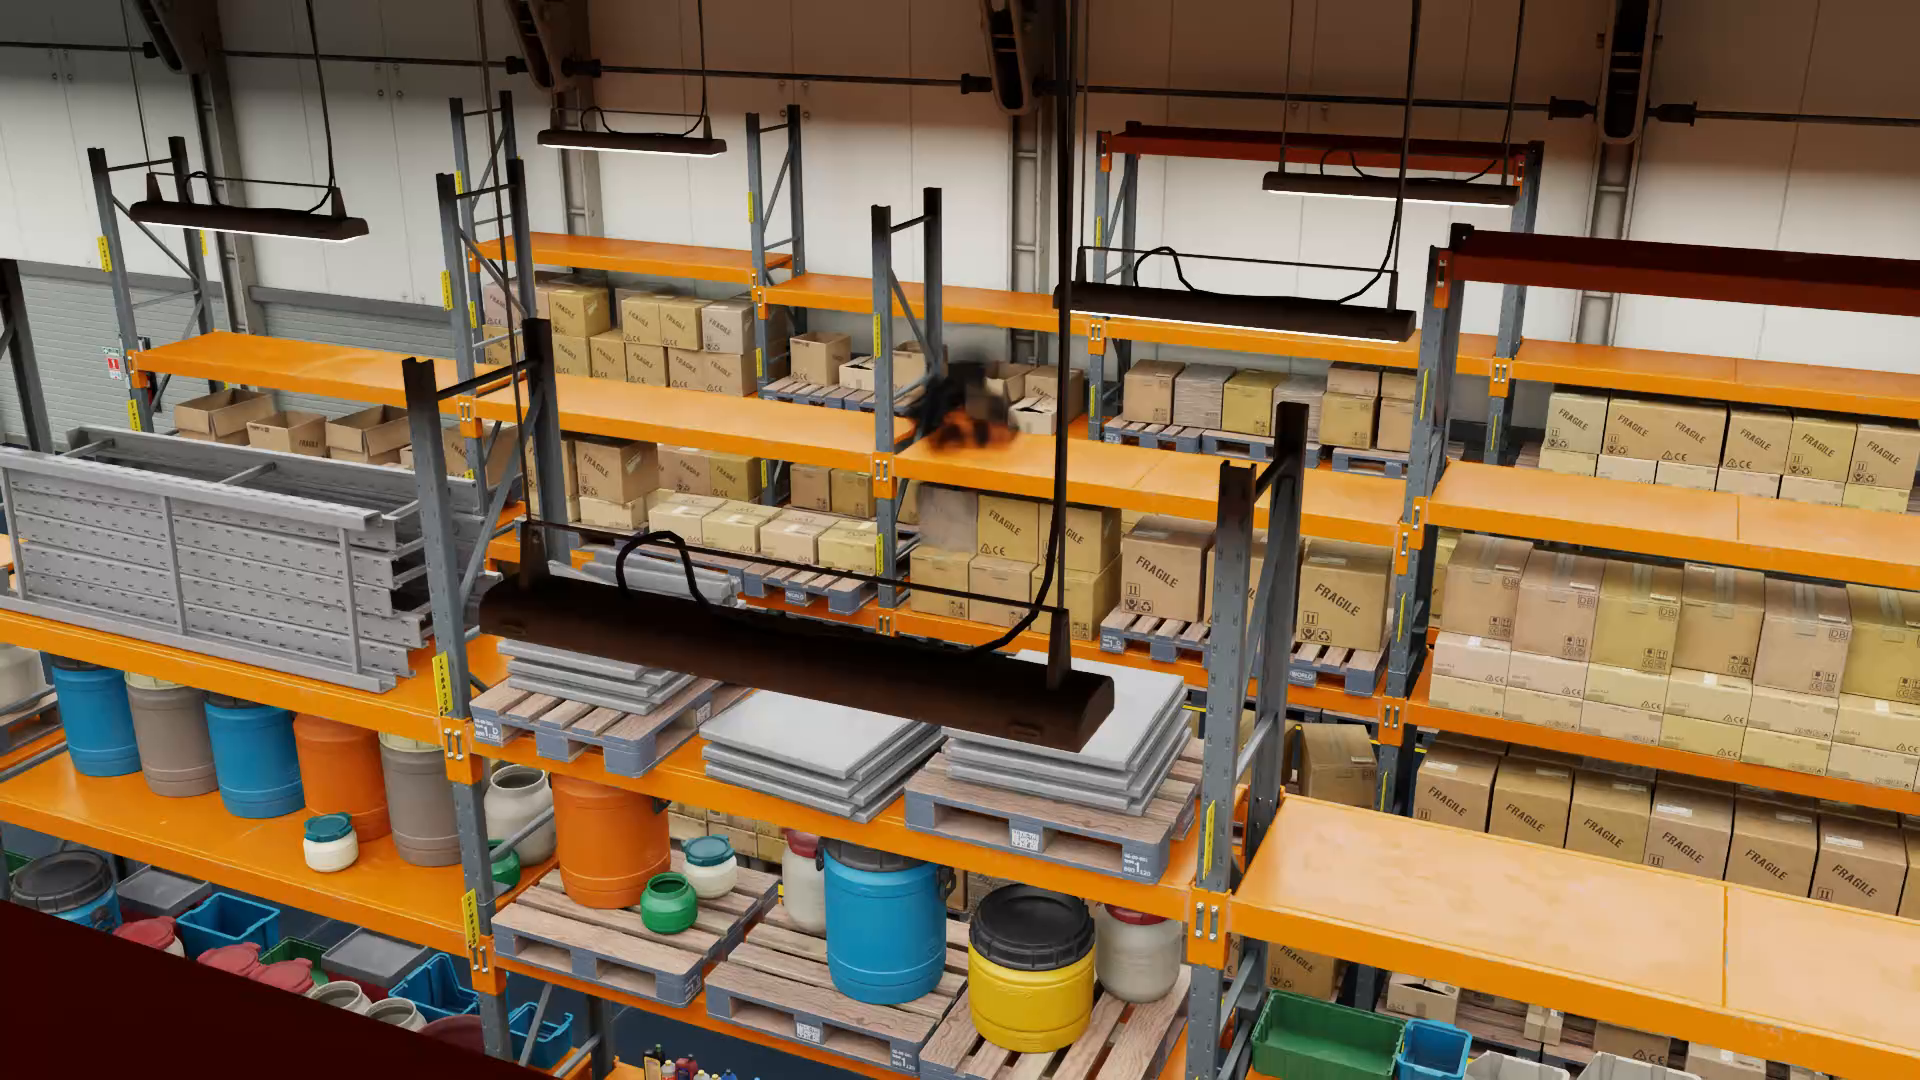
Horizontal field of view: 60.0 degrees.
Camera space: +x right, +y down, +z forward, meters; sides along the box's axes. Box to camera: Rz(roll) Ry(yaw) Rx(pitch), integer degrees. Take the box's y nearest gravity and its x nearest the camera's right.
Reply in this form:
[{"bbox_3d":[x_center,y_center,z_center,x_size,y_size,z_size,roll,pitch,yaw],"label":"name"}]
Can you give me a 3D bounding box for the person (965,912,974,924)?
[{"bbox_3d":[0.087,3.270,11.675,0.567,1.606,0.593,4,21,10],"label":"person"}]
